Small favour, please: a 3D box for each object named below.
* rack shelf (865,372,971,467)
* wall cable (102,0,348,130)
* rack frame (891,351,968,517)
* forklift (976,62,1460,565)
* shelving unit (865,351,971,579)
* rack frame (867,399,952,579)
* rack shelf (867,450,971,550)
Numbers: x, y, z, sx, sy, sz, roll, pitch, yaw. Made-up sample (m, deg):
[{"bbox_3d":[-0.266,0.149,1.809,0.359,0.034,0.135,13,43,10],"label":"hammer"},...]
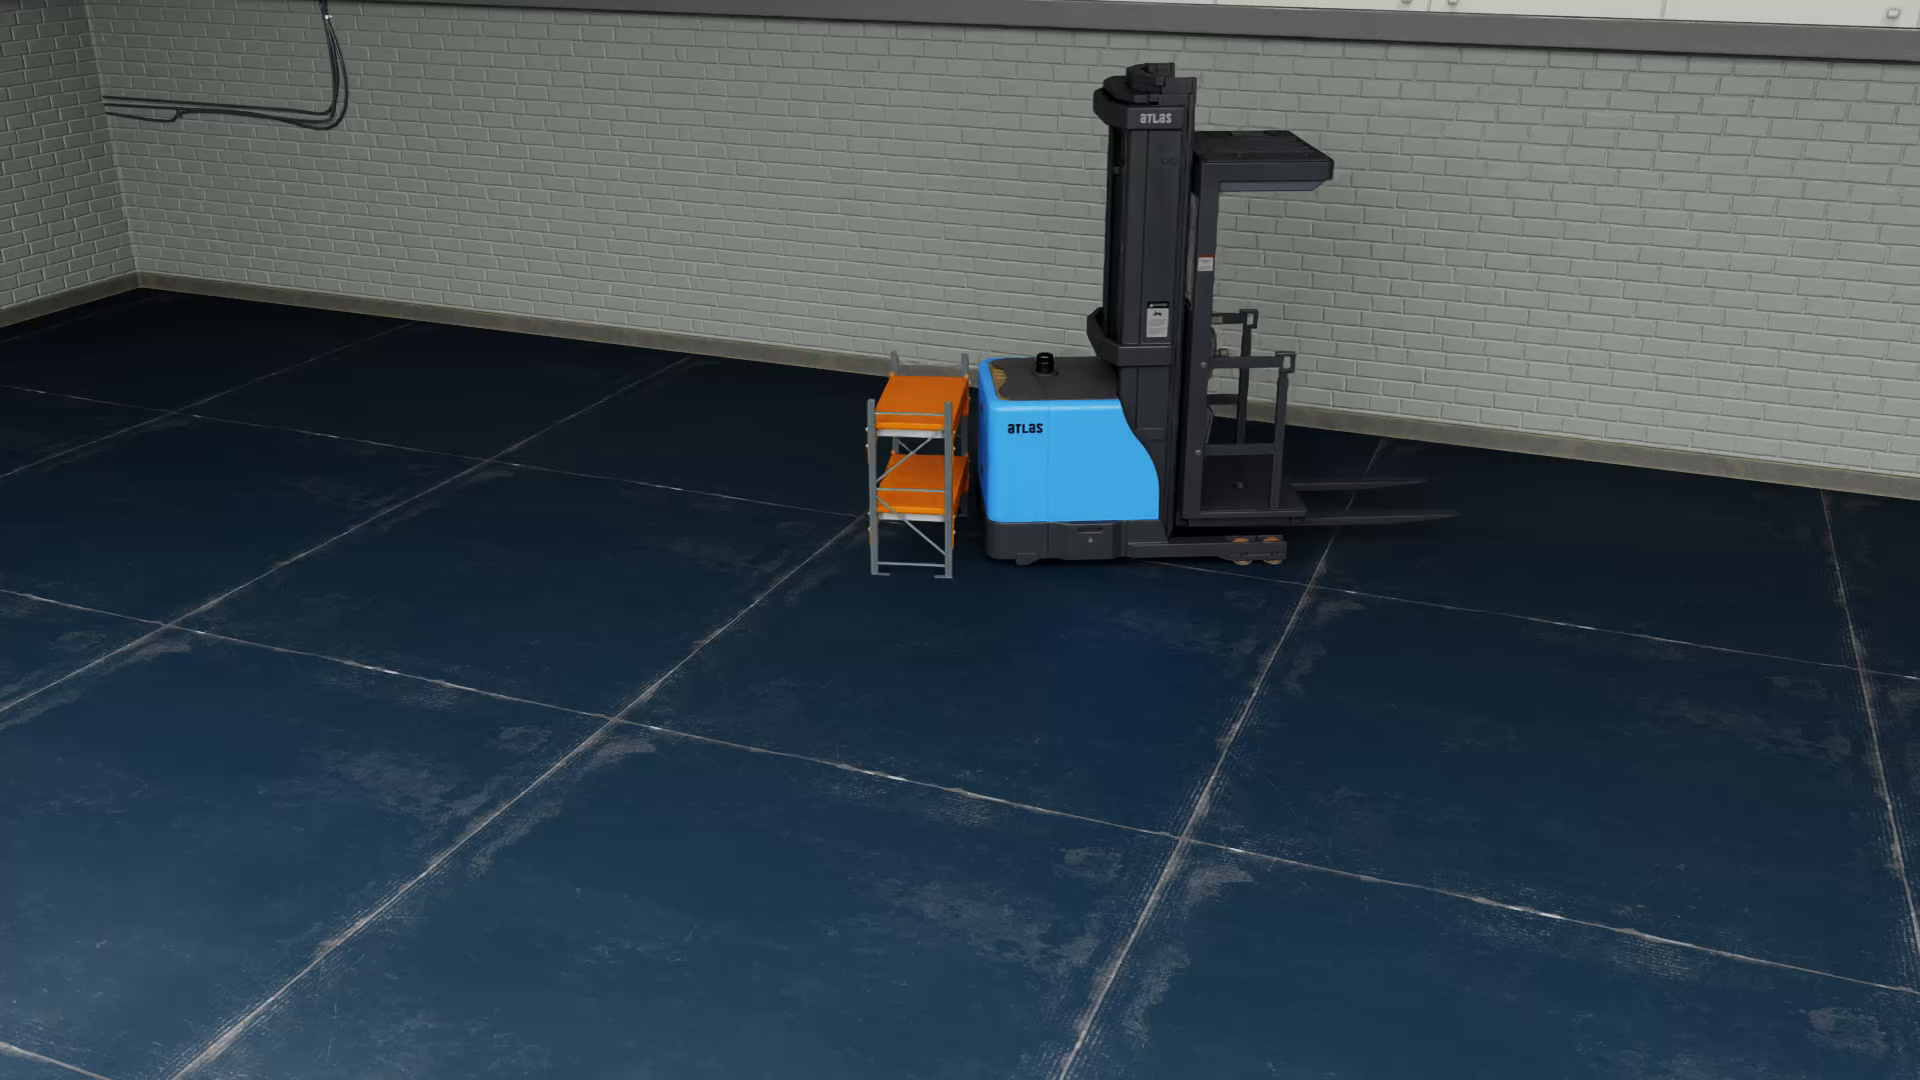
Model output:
[{"bbox_3d":[-0.247,-0.763,10.359,0.538,0.278,1.000,2,23,5],"label":"rack shelf"},{"bbox_3d":[-6.995,-5.071,15.244,3.097,2.526,0.112,9,24,20],"label":"wall cable"},{"bbox_3d":[-0.197,-0.688,10.939,0.500,1.125,0.032,2,23,5],"label":"rack frame"},{"bbox_3d":[1.643,-1.399,10.297,3.031,2.935,1.130,-1,23,-3],"label":"forklift"},{"bbox_3d":[-0.247,-0.493,10.472,0.538,1.125,1.048,2,23,5],"label":"shelving unit"},{"bbox_3d":[-0.297,-0.298,10.005,0.500,1.125,0.032,2,23,5],"label":"rack frame"},{"bbox_3d":[-0.247,-0.268,10.566,0.538,0.278,1.000,2,23,5],"label":"rack shelf"}]
